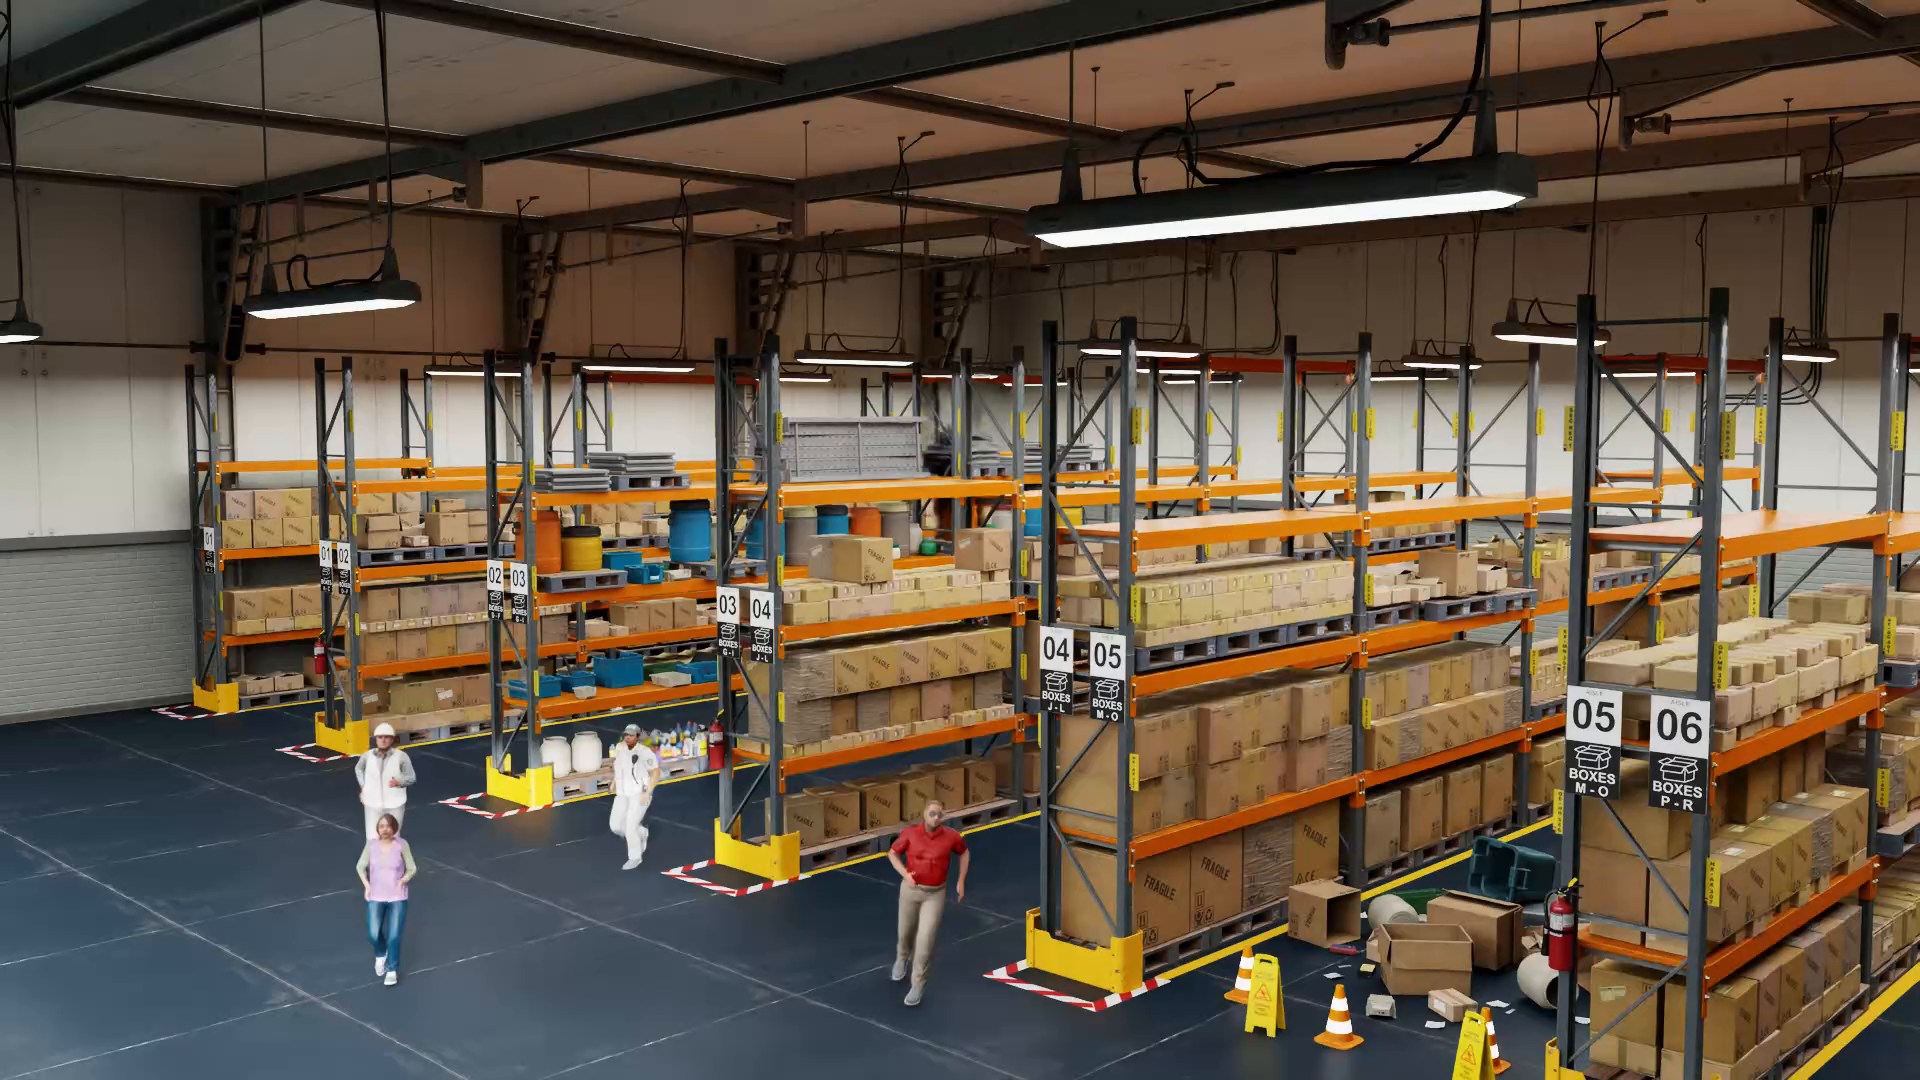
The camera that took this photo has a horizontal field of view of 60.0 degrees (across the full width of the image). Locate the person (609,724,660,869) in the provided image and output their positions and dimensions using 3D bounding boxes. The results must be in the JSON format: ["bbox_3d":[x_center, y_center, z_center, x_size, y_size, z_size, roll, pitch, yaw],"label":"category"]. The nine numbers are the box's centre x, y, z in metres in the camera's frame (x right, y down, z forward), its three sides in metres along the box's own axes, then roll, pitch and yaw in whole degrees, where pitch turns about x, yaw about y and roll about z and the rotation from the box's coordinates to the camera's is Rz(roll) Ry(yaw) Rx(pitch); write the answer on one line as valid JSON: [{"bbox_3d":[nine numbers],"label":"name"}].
[{"bbox_3d":[-3.727,2.915,19.014,0.639,1.627,0.530,3,5,32],"label":"person"}]

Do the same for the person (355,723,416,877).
[{"bbox_3d":[-6.238,2.893,18.070,0.647,1.827,0.845,-1,5,-15],"label":"person"}]

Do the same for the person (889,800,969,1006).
[{"bbox_3d":[-0.283,3.162,14.792,0.715,1.716,0.913,0,4,3],"label":"person"}]

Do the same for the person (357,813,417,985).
[{"bbox_3d":[-5.156,3.239,14.932,0.531,1.554,0.509,-1,4,-13],"label":"person"}]
